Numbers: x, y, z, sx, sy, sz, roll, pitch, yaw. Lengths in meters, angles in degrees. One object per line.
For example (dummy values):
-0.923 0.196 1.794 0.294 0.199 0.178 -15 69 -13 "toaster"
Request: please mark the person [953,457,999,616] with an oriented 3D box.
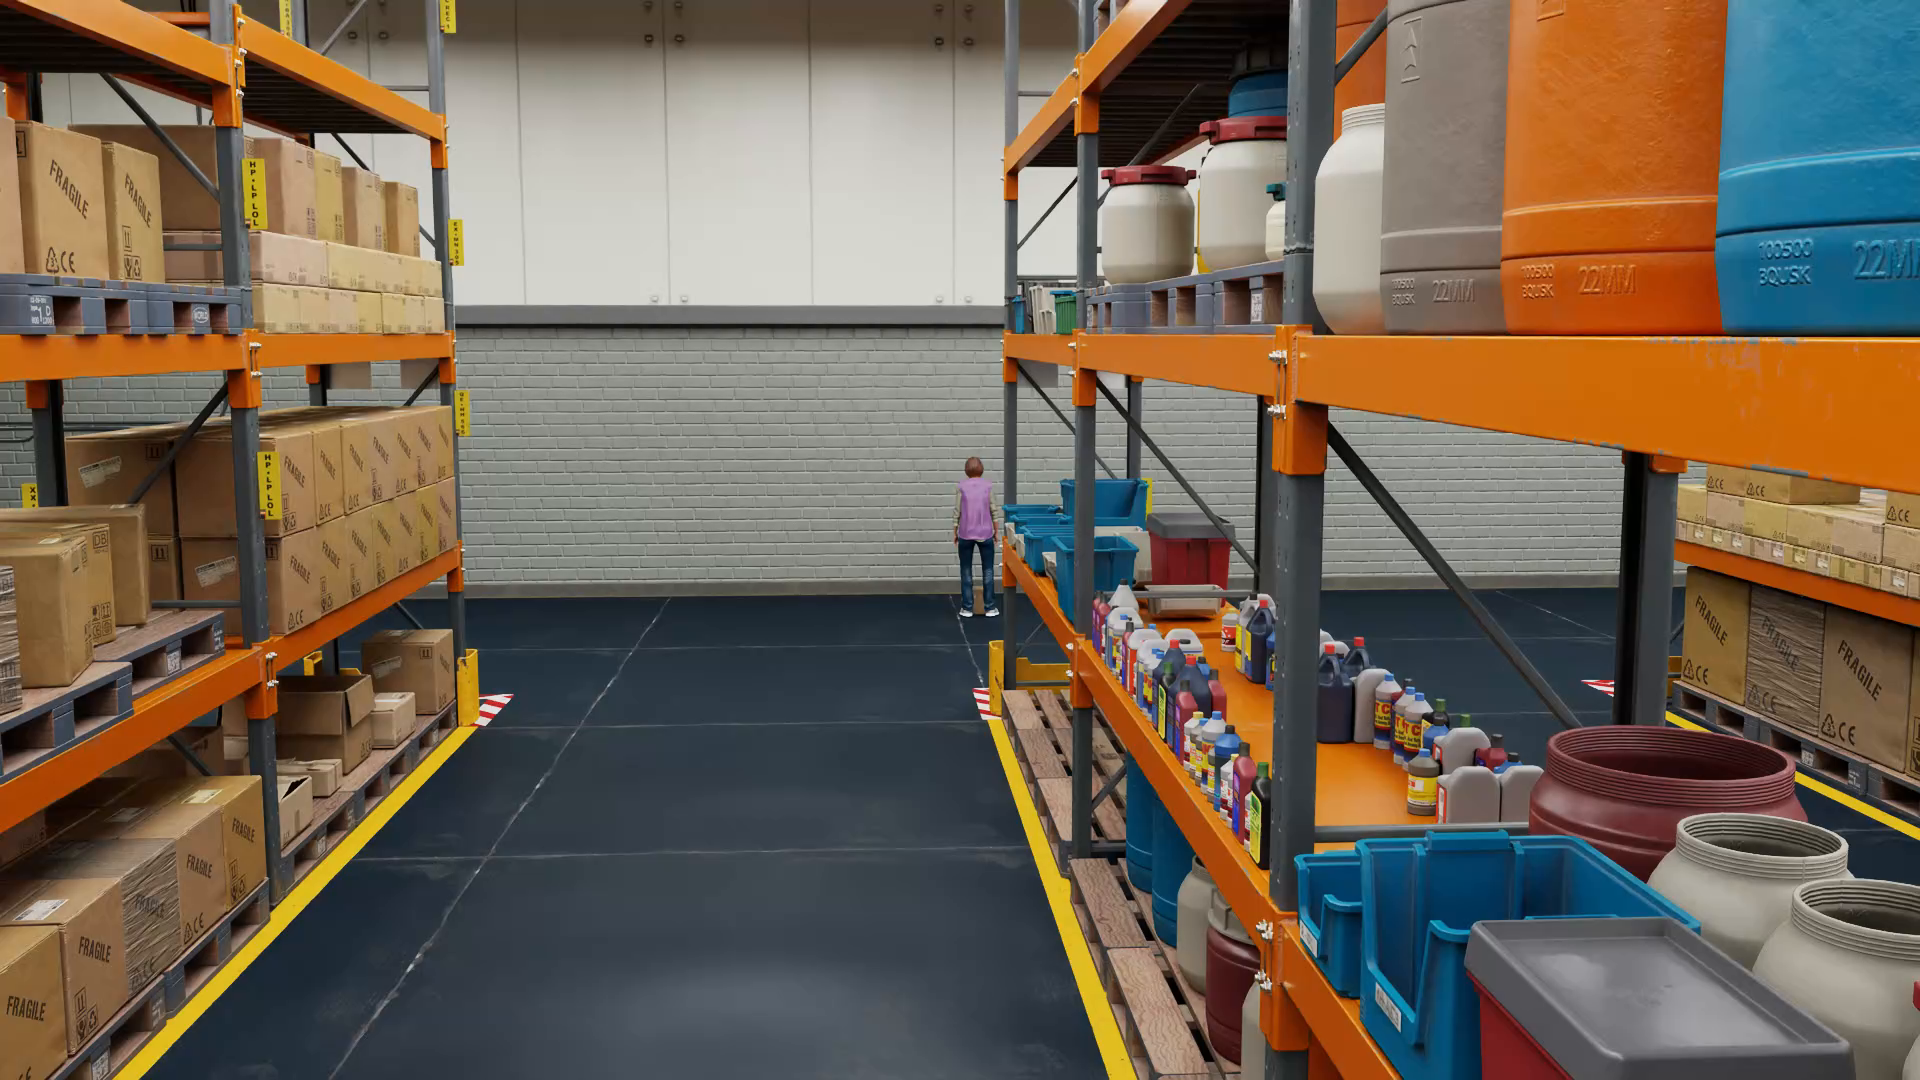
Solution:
0.159 -0.028 16.535 0.465 1.592 0.348 0 7 -1 "person"
